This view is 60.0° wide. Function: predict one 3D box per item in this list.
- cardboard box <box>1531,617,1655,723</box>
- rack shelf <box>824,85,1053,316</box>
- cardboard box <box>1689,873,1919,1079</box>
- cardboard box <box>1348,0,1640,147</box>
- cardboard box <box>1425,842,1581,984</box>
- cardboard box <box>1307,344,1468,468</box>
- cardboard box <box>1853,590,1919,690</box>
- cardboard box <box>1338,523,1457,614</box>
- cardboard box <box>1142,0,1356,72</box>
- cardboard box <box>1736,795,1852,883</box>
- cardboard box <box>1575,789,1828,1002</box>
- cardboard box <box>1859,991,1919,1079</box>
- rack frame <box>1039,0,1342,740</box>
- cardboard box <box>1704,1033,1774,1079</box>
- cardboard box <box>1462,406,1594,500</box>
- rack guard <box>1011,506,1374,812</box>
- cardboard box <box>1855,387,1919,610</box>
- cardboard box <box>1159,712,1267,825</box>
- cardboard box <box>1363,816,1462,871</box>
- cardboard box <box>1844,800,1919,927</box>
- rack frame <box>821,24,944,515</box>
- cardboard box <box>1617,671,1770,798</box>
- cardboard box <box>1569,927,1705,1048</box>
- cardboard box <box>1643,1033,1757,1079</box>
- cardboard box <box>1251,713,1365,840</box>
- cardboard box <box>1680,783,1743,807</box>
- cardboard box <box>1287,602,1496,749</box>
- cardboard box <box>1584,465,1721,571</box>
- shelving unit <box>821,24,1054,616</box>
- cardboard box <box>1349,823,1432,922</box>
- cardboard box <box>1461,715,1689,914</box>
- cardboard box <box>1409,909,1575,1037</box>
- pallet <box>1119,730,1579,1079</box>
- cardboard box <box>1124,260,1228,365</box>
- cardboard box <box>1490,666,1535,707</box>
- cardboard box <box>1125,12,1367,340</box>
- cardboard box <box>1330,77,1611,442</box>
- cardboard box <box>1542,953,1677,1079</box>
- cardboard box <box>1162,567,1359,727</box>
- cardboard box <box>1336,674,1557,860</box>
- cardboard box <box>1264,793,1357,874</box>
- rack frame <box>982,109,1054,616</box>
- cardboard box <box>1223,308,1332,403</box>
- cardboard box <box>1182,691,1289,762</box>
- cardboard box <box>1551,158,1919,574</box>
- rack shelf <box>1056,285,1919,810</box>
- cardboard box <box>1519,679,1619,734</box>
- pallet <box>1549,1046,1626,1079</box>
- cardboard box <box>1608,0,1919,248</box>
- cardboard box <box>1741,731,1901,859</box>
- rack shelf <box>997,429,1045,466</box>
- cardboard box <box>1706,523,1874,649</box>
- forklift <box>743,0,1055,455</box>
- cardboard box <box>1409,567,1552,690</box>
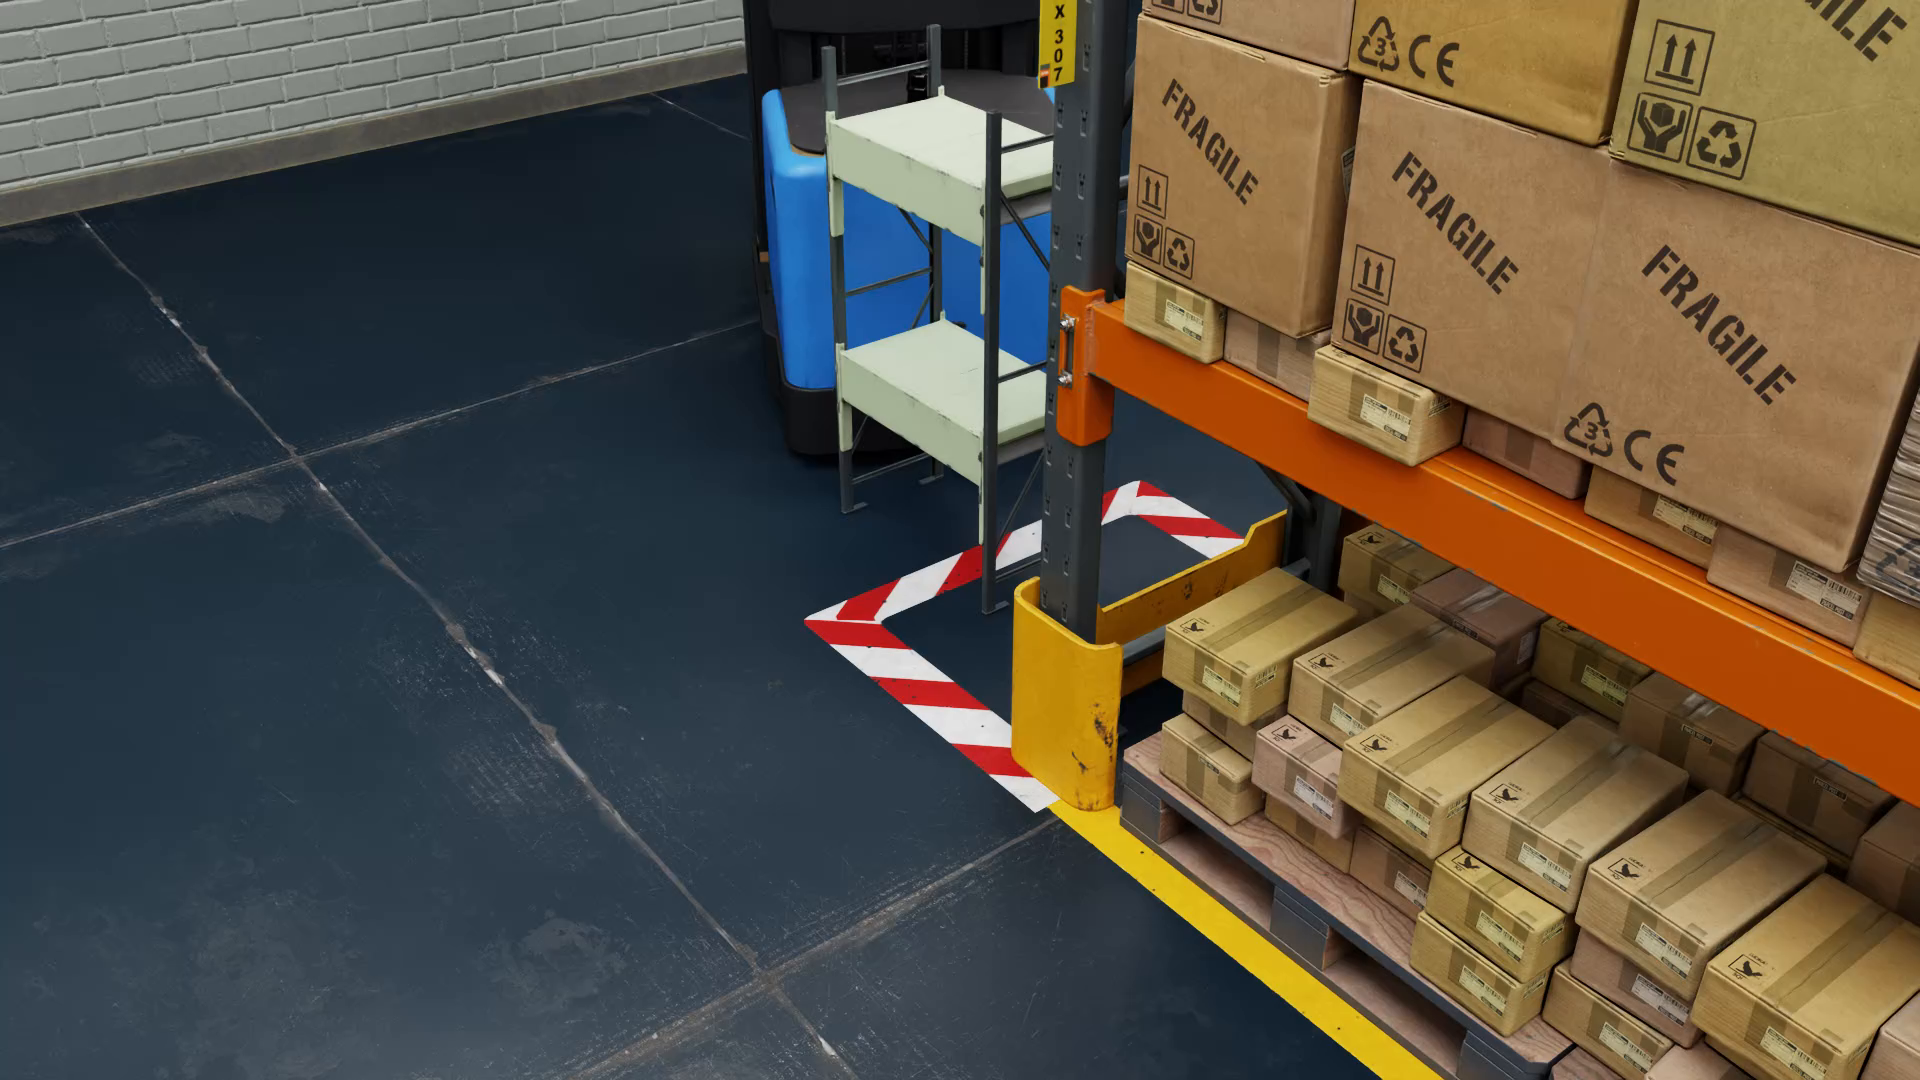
[{"bbox_3d":[1.520,0.236,3.767,0.380,0.149,0.250,-23,39,-32],"label":"cardboard box"},{"bbox_3d":[0.004,-0.966,4.644,0.431,0.370,0.720,-22,38,-31],"label":"rack shelf"},{"bbox_3d":[1.503,0.777,2.895,0.380,0.149,0.250,-22,38,-31],"label":"cardboard box"},{"bbox_3d":[1.007,-0.985,2.669,0.500,0.500,0.500,-21,38,-30],"label":"cardboard box"},{"bbox_3d":[1.161,0.683,3.330,0.380,0.149,0.250,-21,38,-30],"label":"cardboard box"},{"bbox_3d":[0.878,-0.303,3.133,0.380,0.149,0.250,-23,39,-33],"label":"cardboard box"},{"bbox_3d":[1.564,0.109,2.470,0.380,0.149,0.250,-21,37,-30],"label":"cardboard box"},{"bbox_3d":[1.152,0.046,4.073,0.380,0.149,0.250,-22,38,-31],"label":"cardboard box"},{"bbox_3d":[0.693,-1.193,3.004,0.500,0.500,0.500,-23,38,-32],"label":"cardboard box"},{"bbox_3d":[1.824,0.589,3.481,0.380,0.149,0.250,-22,38,-31],"label":"cardboard box"},{"bbox_3d":[1.378,0.653,3.096,0.380,0.149,0.250,-21,37,-30],"label":"cardboard box"},{"bbox_3d":[1.733,0.851,2.776,0.380,0.149,0.250,-22,38,-31],"label":"cardboard box"},{"bbox_3d":[0.627,-0.873,3.812,1.000,3.000,0.127,-22,38,-31],"label":"rack frame"},{"bbox_3d":[1.598,0.862,3.041,0.380,0.149,0.250,-20,37,-29],"label":"cardboard box"},{"bbox_3d":[1.146,-0.239,3.030,0.380,0.149,0.250,-20,37,-29],"label":"cardboard box"},{"bbox_3d":[0.674,0.221,4.421,1.175,0.500,0.348,-22,38,-31],"label":"rack guard"},{"bbox_3d":[1.641,-0.132,2.242,0.500,0.500,0.500,-23,39,-33],"label":"cardboard box"},{"bbox_3d":[0.696,0.482,3.935,0.380,0.149,0.250,-21,38,-30],"label":"cardboard box"},{"bbox_3d":[1.089,0.541,3.559,0.380,0.149,0.250,-22,38,-31],"label":"cardboard box"},{"bbox_3d":[1.911,0.604,3.175,0.380,0.149,0.250,-24,39,-33],"label":"cardboard box"},{"bbox_3d":[-0.220,-0.787,5.095,0.400,1.500,0.023,-22,38,-31],"label":"rack frame"},{"bbox_3d":[1.629,0.364,3.561,0.380,0.149,0.250,-24,39,-33],"label":"cardboard box"},{"bbox_3d":[1.399,0.763,3.201,0.380,0.149,0.250,-24,39,-34],"label":"cardboard box"},{"bbox_3d":[1.465,1.015,3.077,0.380,0.149,0.250,-24,39,-34],"label":"cardboard box"},{"bbox_3d":[0.869,0.467,3.677,0.380,0.149,0.250,-22,38,-32],"label":"cardboard box"},{"bbox_3d":[1.580,0.522,3.588,0.380,0.149,0.250,-23,38,-32],"label":"cardboard box"},{"bbox_3d":[0.944,0.311,3.646,0.380,0.149,0.250,-22,38,-31],"label":"cardboard box"},{"bbox_3d":[1.293,-0.118,2.835,0.380,0.149,0.250,-23,38,-32],"label":"cardboard box"},{"bbox_3d":[0.004,-0.634,4.850,0.431,1.500,0.755,-22,38,-31],"label":"shelving unit"},{"bbox_3d":[1.079,0.666,3.639,0.380,0.149,0.250,-22,38,-31],"label":"cardboard box"},{"bbox_3d":[1.215,0.534,3.287,0.380,0.149,0.250,-24,39,-34],"label":"cardboard box"},{"bbox_3d":[1.149,0.808,3.411,0.380,0.149,0.250,-22,38,-31],"label":"cardboard box"},{"bbox_3d":[1.144,0.693,3.933,1.003,0.211,1.213,-22,38,-31],"label":"pallet"},{"bbox_3d":[0.567,-0.525,3.490,0.380,0.149,0.250,-23,38,-32],"label":"cardboard box"},{"bbox_3d":[1.294,0.287,3.966,0.380,0.149,0.250,-23,39,-32],"label":"cardboard box"},{"bbox_3d":[0.684,-0.765,3.262,0.500,0.500,0.500,-20,37,-29],"label":"cardboard box"},{"bbox_3d":[1.033,-0.550,2.916,0.500,0.500,0.500,-22,38,-31],"label":"cardboard box"},{"bbox_3d":[1.380,0.883,3.289,0.380,0.149,0.250,-22,38,-31],"label":"cardboard box"},{"bbox_3d":[0.680,0.235,3.768,0.380,0.149,0.250,-24,39,-33],"label":"cardboard box"},{"bbox_3d":[0.998,0.458,3.410,0.380,0.149,0.250,-22,38,-32],"label":"cardboard box"},{"bbox_3d":[0.921,0.564,3.802,0.380,0.149,0.250,-22,38,-32],"label":"cardboard box"},{"bbox_3d":[0.229,-0.482,4.604,0.400,1.500,0.023,-22,38,-31],"label":"rack frame"},{"bbox_3d":[0.756,-0.432,3.341,0.380,0.149,0.250,-21,37,-30],"label":"cardboard box"},{"bbox_3d":[0.746,0.335,3.890,0.380,0.149,0.250,-21,37,-29],"label":"cardboard box"},{"bbox_3d":[1.323,-0.342,2.581,0.500,0.500,0.500,-22,38,-31],"label":"cardboard box"},{"bbox_3d":[1.854,0.266,2.660,1.077,0.370,4.000,-22,38,-31],"label":"rack shelf"},{"bbox_3d":[1.496,0.377,3.822,0.380,0.149,0.250,-24,39,-33],"label":"cardboard box"},{"bbox_3d":[1.888,1.202,3.115,1.003,0.211,1.213,-22,38,-31],"label":"pallet"},{"bbox_3d":[1.309,-0.761,2.308,0.500,0.500,0.500,-23,39,-32],"label":"cardboard box"},{"bbox_3d":[1.837,0.458,3.409,0.380,0.149,0.250,-21,37,-30],"label":"cardboard box"},{"bbox_3d":[0.004,-0.418,4.984,0.332,0.071,0.664,-22,38,-31],"label":"rack shelf"},{"bbox_3d":[1.422,-0.006,2.655,0.380,0.149,0.250,-23,39,-32],"label":"cardboard box"},{"bbox_3d":[-0.287,-2.265,6.179,1.129,2.867,3.031,-5,32,-7],"label":"forklift"},{"bbox_3d":[1.261,0.169,3.875,0.380,0.149,0.250,-21,38,-30],"label":"cardboard box"}]
